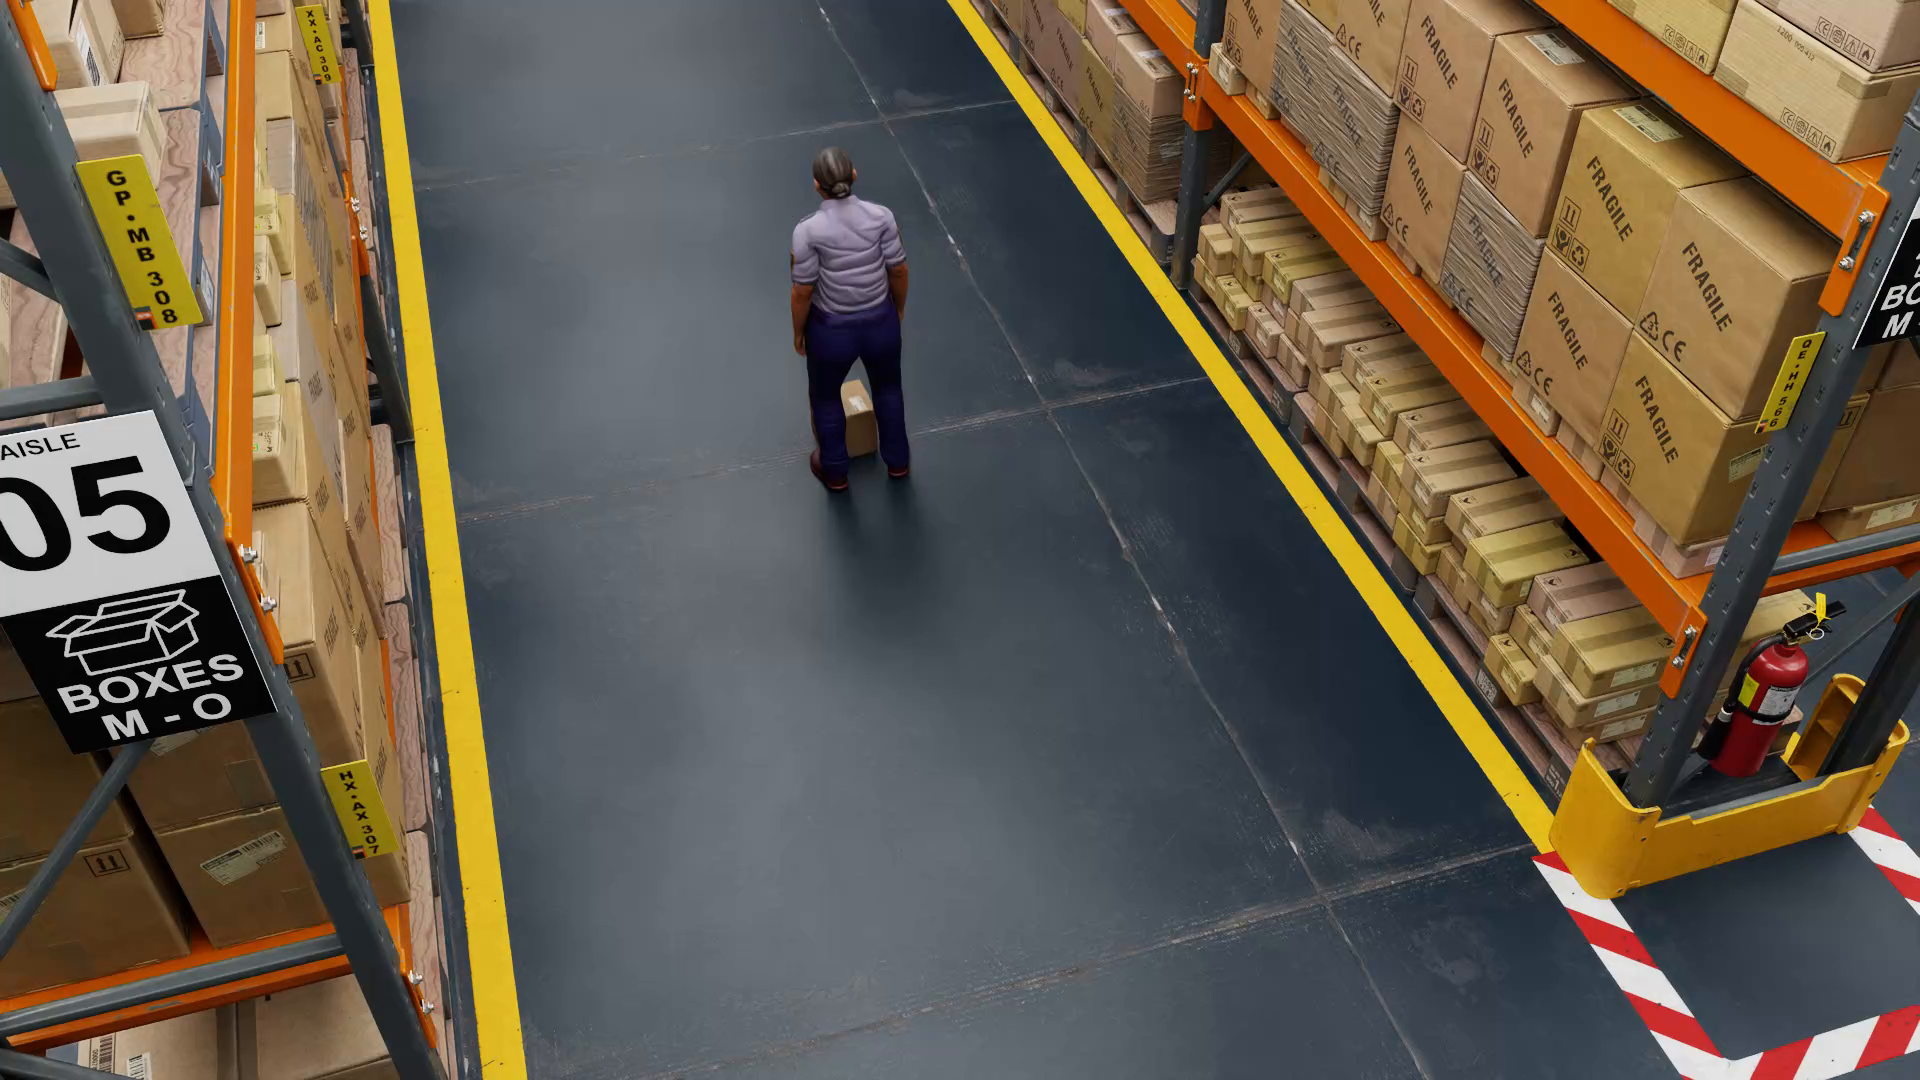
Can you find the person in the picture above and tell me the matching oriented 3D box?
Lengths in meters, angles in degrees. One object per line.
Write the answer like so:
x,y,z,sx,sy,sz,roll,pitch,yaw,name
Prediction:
-0.464,-0.923,7.175,0.543,1.651,0.375,-14,44,-14,person
